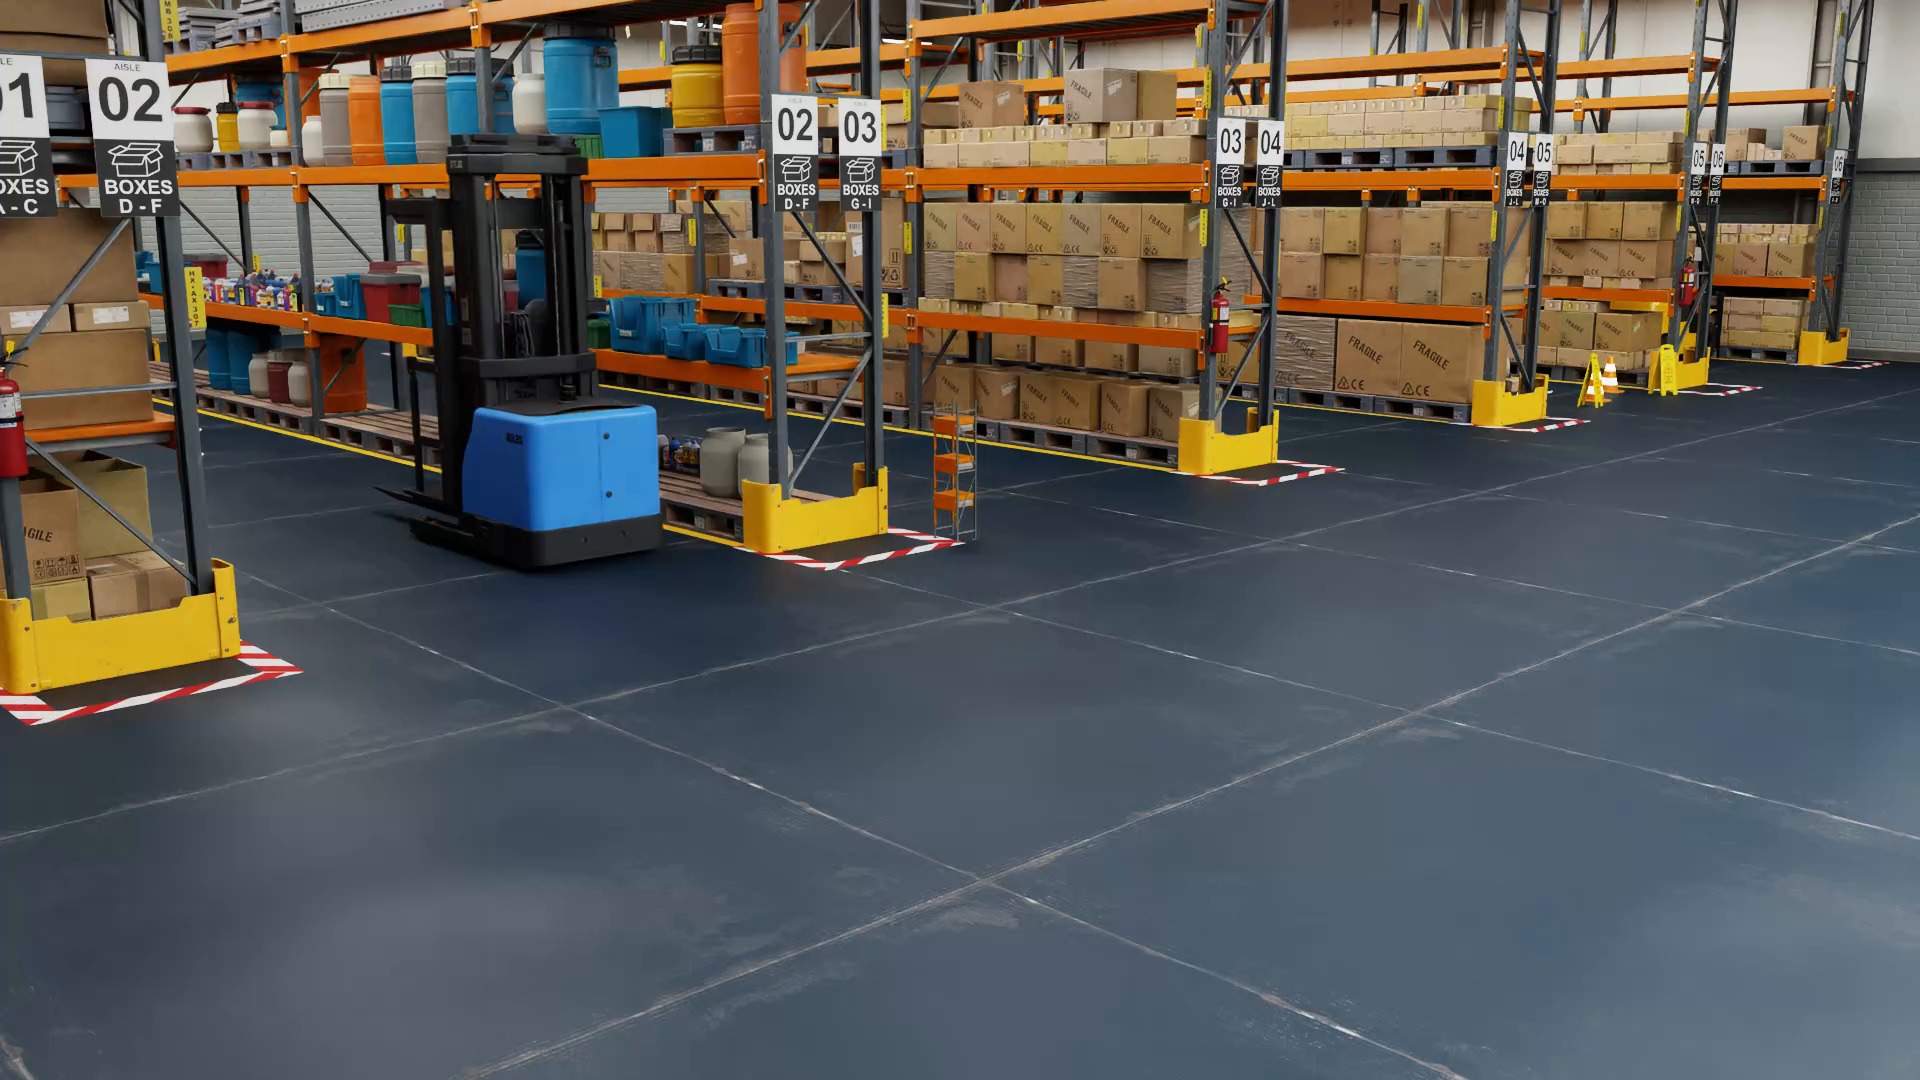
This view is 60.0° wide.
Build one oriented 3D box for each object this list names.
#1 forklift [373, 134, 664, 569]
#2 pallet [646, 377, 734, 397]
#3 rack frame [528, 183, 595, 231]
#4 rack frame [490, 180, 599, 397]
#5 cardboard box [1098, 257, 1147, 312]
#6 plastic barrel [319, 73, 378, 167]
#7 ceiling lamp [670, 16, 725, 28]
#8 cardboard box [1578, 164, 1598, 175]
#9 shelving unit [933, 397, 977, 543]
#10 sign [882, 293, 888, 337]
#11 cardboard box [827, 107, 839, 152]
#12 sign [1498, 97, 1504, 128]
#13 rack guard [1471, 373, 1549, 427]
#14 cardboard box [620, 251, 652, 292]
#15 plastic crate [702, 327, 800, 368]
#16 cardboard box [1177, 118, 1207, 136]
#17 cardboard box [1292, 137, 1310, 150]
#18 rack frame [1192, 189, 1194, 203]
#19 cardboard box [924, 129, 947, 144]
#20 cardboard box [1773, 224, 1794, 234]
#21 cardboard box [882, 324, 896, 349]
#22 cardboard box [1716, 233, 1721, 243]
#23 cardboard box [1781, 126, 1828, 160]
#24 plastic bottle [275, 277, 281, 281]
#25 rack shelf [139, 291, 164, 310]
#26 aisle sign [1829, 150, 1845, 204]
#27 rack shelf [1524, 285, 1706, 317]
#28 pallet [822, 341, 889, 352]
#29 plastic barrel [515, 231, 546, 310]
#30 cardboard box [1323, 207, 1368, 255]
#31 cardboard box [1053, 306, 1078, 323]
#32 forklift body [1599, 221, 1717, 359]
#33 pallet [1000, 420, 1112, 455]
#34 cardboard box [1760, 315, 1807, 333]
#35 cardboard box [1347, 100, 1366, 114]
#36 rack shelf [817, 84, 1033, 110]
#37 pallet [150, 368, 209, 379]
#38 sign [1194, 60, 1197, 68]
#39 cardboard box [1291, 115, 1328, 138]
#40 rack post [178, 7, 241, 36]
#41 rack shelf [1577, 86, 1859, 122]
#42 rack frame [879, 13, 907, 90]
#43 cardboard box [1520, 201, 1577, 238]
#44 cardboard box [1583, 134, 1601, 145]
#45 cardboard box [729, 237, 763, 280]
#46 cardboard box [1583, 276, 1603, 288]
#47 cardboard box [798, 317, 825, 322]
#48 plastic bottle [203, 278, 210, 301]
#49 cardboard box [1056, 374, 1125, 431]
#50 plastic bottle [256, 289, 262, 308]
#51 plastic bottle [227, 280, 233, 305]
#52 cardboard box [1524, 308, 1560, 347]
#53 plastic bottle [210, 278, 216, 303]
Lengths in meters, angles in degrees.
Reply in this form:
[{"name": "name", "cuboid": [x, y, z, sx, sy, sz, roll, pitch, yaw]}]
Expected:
[{"name": "forklift", "cuboid": [-3.477, -1.476, 12.310, 1.130, 2.935, 3.031, -10, 16, -41]}, {"name": "pallet", "cuboid": [-3.411, -2.085, 22.010, 1.003, 0.211, 1.213, -11, 16, -43]}, {"name": "rack frame", "cuboid": [-5.684, -3.909, 23.953, 1.000, 3.000, 0.127, -11, 16, -43]}, {"name": "rack frame", "cuboid": [-3.741, -2.052, 14.936, 1.000, 3.000, 0.127, -11, 16, -43]}, {"name": "cardboard box", "cuboid": [1.811, -2.493, 16.094, 0.875, 0.500, 0.500, -11, 16, -43]}, {"name": "plastic barrel", "cuboid": [-6.094, -4.200, 16.688, 0.600, 0.901, 0.600, 0, 12, 0]}, {"name": "ceiling lamp", "cuboid": [-4.886, -11.725, 32.556, 2.000, 3.185, 0.800, -11, 16, -43]}, {"name": "cardboard box", "cuboid": [8.634, -5.049, 22.676, 0.380, 0.149, 0.250, -11, 16, -43]}, {"name": "shelving unit", "cuboid": [-0.037, -0.522, 12.344, 0.215, 1.050, 0.252, -11, 16, -43]}, {"name": "sign", "cuboid": [-0.578, -1.679, 12.443, 0.100, 0.325, 0.005, -11, 16, -43]}, {"name": "cardboard box", "cuboid": [-1.063, -4.687, 18.997, 0.797, 0.503, 0.637, -10, 15, -40]}, {"name": "sign", "cuboid": [5.858, -4.625, 17.994, 0.100, 0.325, 0.005, -11, 16, -43]}, {"name": "rack guard", "cuboid": [6.277, -1.607, 18.971, 1.175, 0.500, 0.348, -11, 16, -43]}, {"name": "cardboard box", "cuboid": [-4.142, -3.561, 22.014, 0.500, 0.500, 0.500, 11, 16, 43]}, {"name": "plastic crate", "cuboid": [-1.541, -1.426, 12.270, 0.499, 0.251, 0.616, -11, 16, -43]}, {"name": "cardboard box", "cuboid": [2.186, -3.746, 15.110, 0.380, 0.149, 0.250, -11, 16, -43]}, {"name": "cardboard box", "cuboid": [4.208, -4.770, 20.032, 0.380, 0.149, 0.250, -11, 16, -43]}, {"name": "rack frame", "cuboid": [5.071, -5.983, 34.016, 1.000, 3.000, 0.127, -11, 16, -43]}, {"name": "cardboard box", "cuboid": [-0.158, -4.242, 17.520, 0.250, 0.149, 0.380, 11, 16, 44]}, {"name": "cardboard box", "cuboid": [12.766, -4.798, 25.675, 0.380, 0.149, 0.250, -11, 16, -42]}, {"name": "cardboard box", "cuboid": [-0.970, -3.271, 26.008, 0.500, 0.500, 0.500, -11, 16, -42]}, {"name": "cardboard box", "cuboid": [12.012, -4.793, 26.388, 0.380, 0.149, 0.250, -11, 16, -42]}, {"name": "cardboard box", "cuboid": [12.876, -6.035, 25.299, 0.500, 0.500, 0.500, -10, 15, -41]}, {"name": "plastic bottle", "cuboid": [-8.159, -3.019, 19.939, 0.152, 0.276, 0.135, -11, 16, -43]}, {"name": "rack shelf", "cuboid": [-10.647, -3.159, 22.092, 1.077, 0.370, 4.000, -11, 16, -43]}, {"name": "aisle sign", "cuboid": [13.191, -5.454, 25.008, 0.394, 0.787, 0.004, -11, 16, -43]}, {"name": "rack shelf", "cuboid": [8.390, -3.479, 23.645, 1.077, 0.370, 4.000, -11, 16, -43]}, {"name": "pallet", "cuboid": [-1.488, -3.107, 26.967, 1.003, 0.211, 1.213, -11, 16, -43]}, {"name": "plastic barrel", "cuboid": [-3.789, -2.396, 15.364, 0.600, 0.901, 0.708, -11, 16, -43]}, {"name": "cardboard box", "cuboid": [4.837, -3.724, 20.004, 0.875, 0.550, 0.500, -11, 16, -43]}, {"name": "cardboard box", "cuboid": [1.145, -2.252, 16.532, 0.380, 0.149, 0.250, -11, 16, -43]}, {"name": "forklift body", "cuboid": [10.729, -3.838, 25.710, 2.313, 2.155, 1.214, -11, 16, -43]}, {"name": "pallet", "cuboid": [1.177, -1.105, 17.251, 1.003, 0.211, 1.213, -11, 16, -43]}, {"name": "cardboard box", "cuboid": [12.796, -3.363, 25.833, 0.500, 0.250, 0.500, -11, 16, -43]}, {"name": "cardboard box", "cuboid": [4.729, -5.050, 19.415, 0.380, 0.149, 0.250, -11, 16, -42]}, {"name": "rack shelf", "cuboid": [-0.645, -6.684, 25.327, 1.077, 0.370, 4.000, -11, 16, -43]}, {"name": "pallet", "cuboid": [-10.649, -2.133, 22.243, 1.003, 0.211, 1.213, -11, 16, -43]}, {"name": "sign", "cuboid": [4.666, -9.344, 32.954, 0.100, 0.325, 0.005, -11, 16, -43]}, {"name": "cardboard box", "cuboid": [4.332, -4.957, 19.950, 0.500, 0.250, 0.500, -11, 16, -43]}, {"name": "rack post", "cuboid": [-8.707, -5.993, 19.387, 0.937, 0.300, 0.954, -11, 16, -44]}, {"name": "rack shelf", "cuboid": [11.977, -6.913, 26.440, 1.077, 0.370, 4.000, -11, 16, -43]}, {"name": "rack frame", "cuboid": [-1.279, -8.812, 32.884, 1.000, 3.000, 0.127, -11, 16, -43]}, {"name": "cardboard box", "cuboid": [8.245, -4.495, 23.331, 0.700, 0.500, 0.500, -11, 16, -43]}, {"name": "cardboard box", "cuboid": [8.682, -5.442, 22.607, 0.380, 0.149, 0.250, -11, 16, -43]}, {"name": "cardboard box", "cuboid": [-2.520, -3.507, 20.712, 0.500, 0.500, 0.500, 9, 15, 38]}, {"name": "cardboard box", "cuboid": [8.741, -3.536, 22.763, 0.380, 0.149, 0.250, -11, 16, -42]}, {"name": "cardboard box", "cuboid": [-2.461, -3.702, 27.497, 0.380, 0.149, 0.250, -10, 15, -41]}, {"name": "plastic bottle", "cuboid": [-8.909, -2.961, 19.670, 0.097, 0.271, 0.097, 0, 12, 0]}, {"name": "cardboard box", "cuboid": [1.328, -1.409, 16.973, 0.500, 0.500, 0.500, -9, 15, -37]}, {"name": "plastic bottle", "cuboid": [-7.788, -2.690, 18.528, 0.097, 0.201, 0.097, 0, 12, 0]}, {"name": "plastic bottle", "cuboid": [-8.362, -2.846, 19.109, 0.097, 0.271, 0.097, 0, 12, 0]}, {"name": "cardboard box", "cuboid": [8.323, -2.996, 23.436, 0.500, 0.500, 0.500, 11, 16, 44]}, {"name": "plastic bottle", "cuboid": [-8.708, -2.919, 19.437, 0.061, 0.283, 0.133, -11, 16, -43]}]
